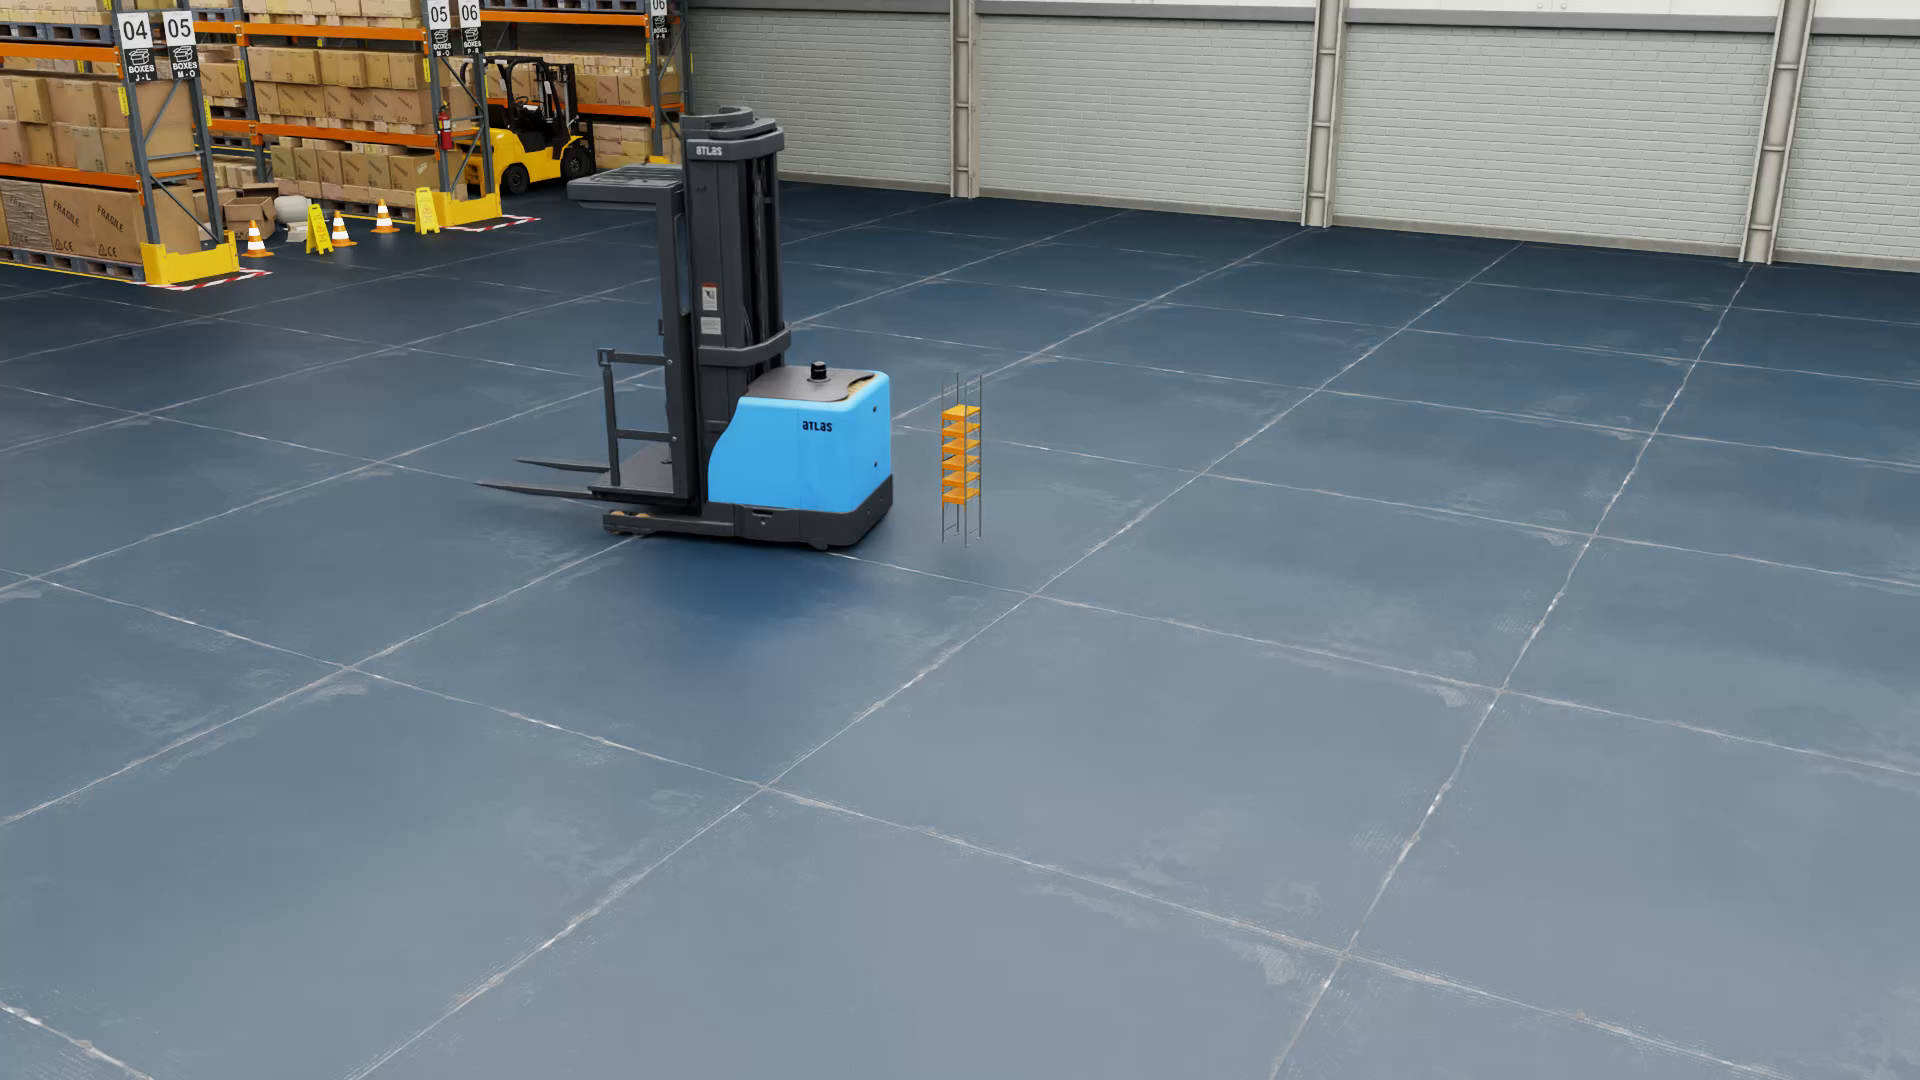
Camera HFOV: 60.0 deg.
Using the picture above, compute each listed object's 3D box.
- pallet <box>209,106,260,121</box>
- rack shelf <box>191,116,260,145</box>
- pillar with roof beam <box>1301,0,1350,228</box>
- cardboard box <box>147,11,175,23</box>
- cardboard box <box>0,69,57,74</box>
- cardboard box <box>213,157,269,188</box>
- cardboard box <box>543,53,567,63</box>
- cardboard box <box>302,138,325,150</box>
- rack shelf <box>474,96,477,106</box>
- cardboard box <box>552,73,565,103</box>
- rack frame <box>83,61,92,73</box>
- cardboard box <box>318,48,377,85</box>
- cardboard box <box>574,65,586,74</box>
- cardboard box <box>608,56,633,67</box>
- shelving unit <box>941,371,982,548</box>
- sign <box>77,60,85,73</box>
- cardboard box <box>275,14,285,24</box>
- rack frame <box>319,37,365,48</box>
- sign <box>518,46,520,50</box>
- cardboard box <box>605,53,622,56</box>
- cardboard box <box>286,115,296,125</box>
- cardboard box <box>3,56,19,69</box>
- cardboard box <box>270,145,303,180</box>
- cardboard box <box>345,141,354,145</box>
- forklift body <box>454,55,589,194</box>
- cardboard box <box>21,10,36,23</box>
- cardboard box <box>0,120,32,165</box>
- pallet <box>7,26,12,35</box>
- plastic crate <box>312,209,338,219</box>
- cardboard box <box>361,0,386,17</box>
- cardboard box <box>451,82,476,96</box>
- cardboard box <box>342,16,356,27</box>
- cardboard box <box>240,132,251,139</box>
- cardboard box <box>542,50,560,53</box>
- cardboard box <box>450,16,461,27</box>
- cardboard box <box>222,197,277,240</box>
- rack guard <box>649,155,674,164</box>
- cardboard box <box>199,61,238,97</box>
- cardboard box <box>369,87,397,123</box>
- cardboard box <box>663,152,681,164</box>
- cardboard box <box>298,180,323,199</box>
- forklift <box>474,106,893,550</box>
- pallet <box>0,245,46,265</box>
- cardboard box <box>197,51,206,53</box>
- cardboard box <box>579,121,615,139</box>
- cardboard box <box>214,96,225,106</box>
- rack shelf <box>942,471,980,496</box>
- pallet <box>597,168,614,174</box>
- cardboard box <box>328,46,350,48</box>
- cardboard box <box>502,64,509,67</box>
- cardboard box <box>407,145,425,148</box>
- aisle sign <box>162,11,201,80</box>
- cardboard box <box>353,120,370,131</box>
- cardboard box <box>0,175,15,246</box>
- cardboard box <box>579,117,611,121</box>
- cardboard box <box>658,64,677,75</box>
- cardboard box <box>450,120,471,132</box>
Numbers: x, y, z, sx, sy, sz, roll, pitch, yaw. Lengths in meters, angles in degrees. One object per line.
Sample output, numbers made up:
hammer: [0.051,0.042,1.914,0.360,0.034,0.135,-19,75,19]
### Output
pallet: [-11.489,-6.989,27.014,1.213,0.211,1.003,11,23,27]
rack shelf: [-12.639,-6.903,27.551,4.000,0.370,1.077,11,23,27]
pillar with roof beam: [3.225,-7.649,19.754,0.400,9.000,9.100,11,23,27]
cardboard box: [-9.869,-6.442,20.432,0.250,0.149,0.380,11,23,28]
cardboard box: [-12.376,-5.868,21.839,0.550,0.550,0.875,11,23,27]
cardboard box: [-11.981,-6.076,27.453,0.625,0.372,0.950,12,23,31]
cardboard box: [-7.178,-8.547,29.493,0.250,0.149,0.380,11,23,27]
cardboard box: [-9.980,-6.169,25.838,0.250,0.149,0.380,12,23,29]
rack shelf: [-10.221,-8.381,31.626,4.000,0.370,1.077,11,23,27]
cardboard box: [-6.881,-8.027,29.448,0.500,0.500,0.500,11,23,28]
rack frame: [-14.385,-7.574,28.345,0.127,3.000,1.000,11,23,27]
cardboard box: [-9.255,-7.185,25.225,0.500,0.500,0.700,11,22,27]
cardboard box: [-6.554,-8.254,29.122,0.250,0.149,0.380,11,23,28]
cardboard box: [-5.871,-8.277,28.751,0.250,0.149,0.380,11,23,28]
shelving unit: [0.013,-0.562,11.654,0.189,1.200,0.258,11,23,27]
sign: [-14.653,-7.952,27.691,0.005,0.325,0.100,11,23,27]
cardboard box: [-10.269,-8.007,25.510,0.250,0.149,0.380,11,23,27]
rack frame: [-11.967,-9.052,32.421,0.127,3.000,1.000,11,23,27]
sign: [-8.206,-8.996,30.882,0.005,0.325,0.100,11,23,27]
cardboard box: [-6.073,-8.508,29.387,0.250,0.149,0.380,12,23,29]
cardboard box: [-10.282,-6.581,25.977,0.250,0.149,0.380,11,23,27]
cardboard box: [-16.284,-8.353,28.880,0.500,0.500,0.500,10,22,26]
cardboard box: [-10.509,-5.987,26.289,0.500,0.500,0.500,12,23,30]
cardboard box: [-9.800,-6.063,26.498,0.500,0.500,0.500,11,23,28]
forklift body: [-7.528,-7.095,28.270,1.214,2.155,2.313,11,23,27]
cardboard box: [-11.291,-6.455,20.469,0.250,0.149,0.380,11,23,28]
cardboard box: [-11.985,-5.221,21.640,0.550,0.550,0.875,11,23,27]
pallet: [-12.509,-6.647,21.523,1.213,0.211,1.003,11,23,27]
plastic crate: [-9.922,-5.031,25.617,0.583,0.080,0.402,3,20,9]
cardboard box: [-8.411,-7.816,24.397,0.500,0.250,0.500,10,22,27]
cardboard box: [-9.043,-8.322,30.629,0.500,0.250,0.500,11,23,29]
cardboard box: [-8.953,-7.733,24.753,0.250,0.149,0.380,10,22,26]
cardboard box: [-14.244,-8.422,33.734,0.500,0.500,0.500,10,22,26]
cardboard box: [-7.364,-8.798,30.187,0.250,0.149,0.380,10,22,26]
cardboard box: [-7.532,-7.687,24.628,0.250,0.149,0.380,11,23,27]
cardboard box: [-10.169,-4.608,23.831,0.637,0.503,0.797,-4,20,-10]
rack guard: [-4.962,-6.543,29.168,0.348,0.500,1.175,11,23,27]
cardboard box: [-11.841,-7.383,26.622,0.500,0.500,0.500,11,23,28]
cardboard box: [-8.444,-6.523,24.866,0.500,0.500,0.500,11,23,27]
cardboard box: [-5.317,-6.766,29.536,0.500,0.250,0.500,11,23,28]
cardboard box: [-10.038,-5.549,26.181,0.500,0.250,0.500,12,23,30]
forklift: [-2.073,-1.568,11.890,3.031,2.935,1.130,5,21,14]
pallet: [-12.593,-3.957,22.465,1.213,0.211,1.003,11,23,27]
cardboard box: [-12.265,-7.757,26.699,0.250,0.149,0.380,10,22,25]
cardboard box: [-6.431,-7.244,29.387,0.500,0.250,0.500,11,23,28]
cardboard box: [-11.698,-7.040,26.627,0.250,0.149,0.380,10,22,26]
rack shelf: [0.013,-0.407,11.710,0.180,0.103,0.258,11,23,27]
pallet: [-5.671,-6.526,29.545,1.213,0.211,1.003,11,23,27]
cardboard box: [-12.341,-9.429,32.696,0.500,0.500,0.500,12,23,30]
cardboard box: [-8.098,-8.565,29.980,0.250,0.149,0.380,11,23,29]
cardboard box: [-10.267,-7.807,31.855,0.625,0.625,0.875,10,22,25]
aisle sign: [-9.518,-6.052,20.339,0.004,0.787,0.394,11,23,27]
cardboard box: [-8.982,-6.316,25.245,0.250,0.149,0.380,11,22,27]
cardboard box: [-12.704,-4.491,22.348,0.875,0.875,0.875,11,23,28]
cardboard box: [-6.624,-7.488,30.060,0.500,0.250,0.500,10,22,26]
cardboard box: [-5.153,-8.207,28.994,0.250,0.149,0.380,10,22,26]
cardboard box: [-7.596,-6.243,25.046,0.250,0.149,0.380,11,23,28]
